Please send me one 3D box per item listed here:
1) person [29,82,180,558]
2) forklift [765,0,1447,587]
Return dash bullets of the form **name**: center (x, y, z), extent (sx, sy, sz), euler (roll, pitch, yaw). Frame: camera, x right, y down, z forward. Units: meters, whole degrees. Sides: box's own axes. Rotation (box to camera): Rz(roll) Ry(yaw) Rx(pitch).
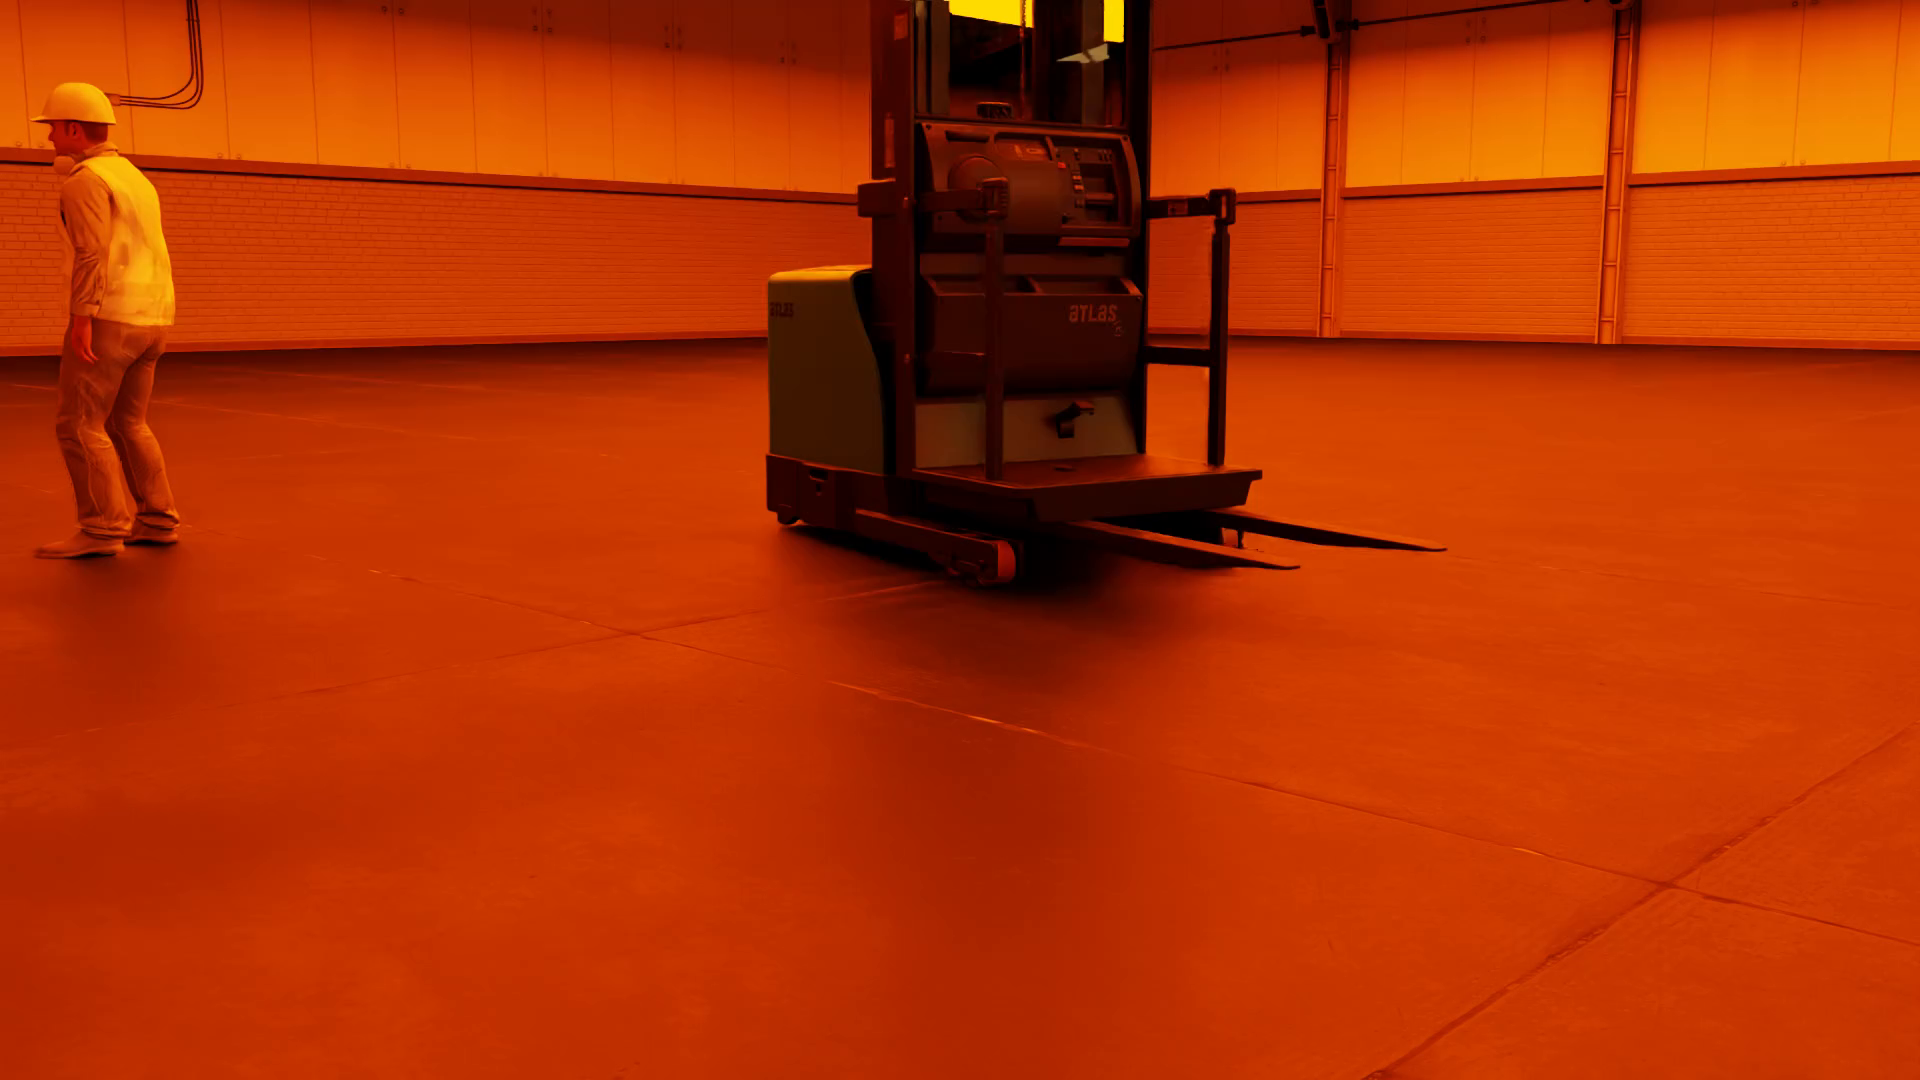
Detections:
- **person**: center (-3.271, -0.837, 6.380), extent (0.457, 1.780, 0.592), euler (0, 9, -3)
- **forklift**: center (0.388, -1.367, 5.954), extent (1.130, 2.935, 3.031), euler (-5, 10, -32)
